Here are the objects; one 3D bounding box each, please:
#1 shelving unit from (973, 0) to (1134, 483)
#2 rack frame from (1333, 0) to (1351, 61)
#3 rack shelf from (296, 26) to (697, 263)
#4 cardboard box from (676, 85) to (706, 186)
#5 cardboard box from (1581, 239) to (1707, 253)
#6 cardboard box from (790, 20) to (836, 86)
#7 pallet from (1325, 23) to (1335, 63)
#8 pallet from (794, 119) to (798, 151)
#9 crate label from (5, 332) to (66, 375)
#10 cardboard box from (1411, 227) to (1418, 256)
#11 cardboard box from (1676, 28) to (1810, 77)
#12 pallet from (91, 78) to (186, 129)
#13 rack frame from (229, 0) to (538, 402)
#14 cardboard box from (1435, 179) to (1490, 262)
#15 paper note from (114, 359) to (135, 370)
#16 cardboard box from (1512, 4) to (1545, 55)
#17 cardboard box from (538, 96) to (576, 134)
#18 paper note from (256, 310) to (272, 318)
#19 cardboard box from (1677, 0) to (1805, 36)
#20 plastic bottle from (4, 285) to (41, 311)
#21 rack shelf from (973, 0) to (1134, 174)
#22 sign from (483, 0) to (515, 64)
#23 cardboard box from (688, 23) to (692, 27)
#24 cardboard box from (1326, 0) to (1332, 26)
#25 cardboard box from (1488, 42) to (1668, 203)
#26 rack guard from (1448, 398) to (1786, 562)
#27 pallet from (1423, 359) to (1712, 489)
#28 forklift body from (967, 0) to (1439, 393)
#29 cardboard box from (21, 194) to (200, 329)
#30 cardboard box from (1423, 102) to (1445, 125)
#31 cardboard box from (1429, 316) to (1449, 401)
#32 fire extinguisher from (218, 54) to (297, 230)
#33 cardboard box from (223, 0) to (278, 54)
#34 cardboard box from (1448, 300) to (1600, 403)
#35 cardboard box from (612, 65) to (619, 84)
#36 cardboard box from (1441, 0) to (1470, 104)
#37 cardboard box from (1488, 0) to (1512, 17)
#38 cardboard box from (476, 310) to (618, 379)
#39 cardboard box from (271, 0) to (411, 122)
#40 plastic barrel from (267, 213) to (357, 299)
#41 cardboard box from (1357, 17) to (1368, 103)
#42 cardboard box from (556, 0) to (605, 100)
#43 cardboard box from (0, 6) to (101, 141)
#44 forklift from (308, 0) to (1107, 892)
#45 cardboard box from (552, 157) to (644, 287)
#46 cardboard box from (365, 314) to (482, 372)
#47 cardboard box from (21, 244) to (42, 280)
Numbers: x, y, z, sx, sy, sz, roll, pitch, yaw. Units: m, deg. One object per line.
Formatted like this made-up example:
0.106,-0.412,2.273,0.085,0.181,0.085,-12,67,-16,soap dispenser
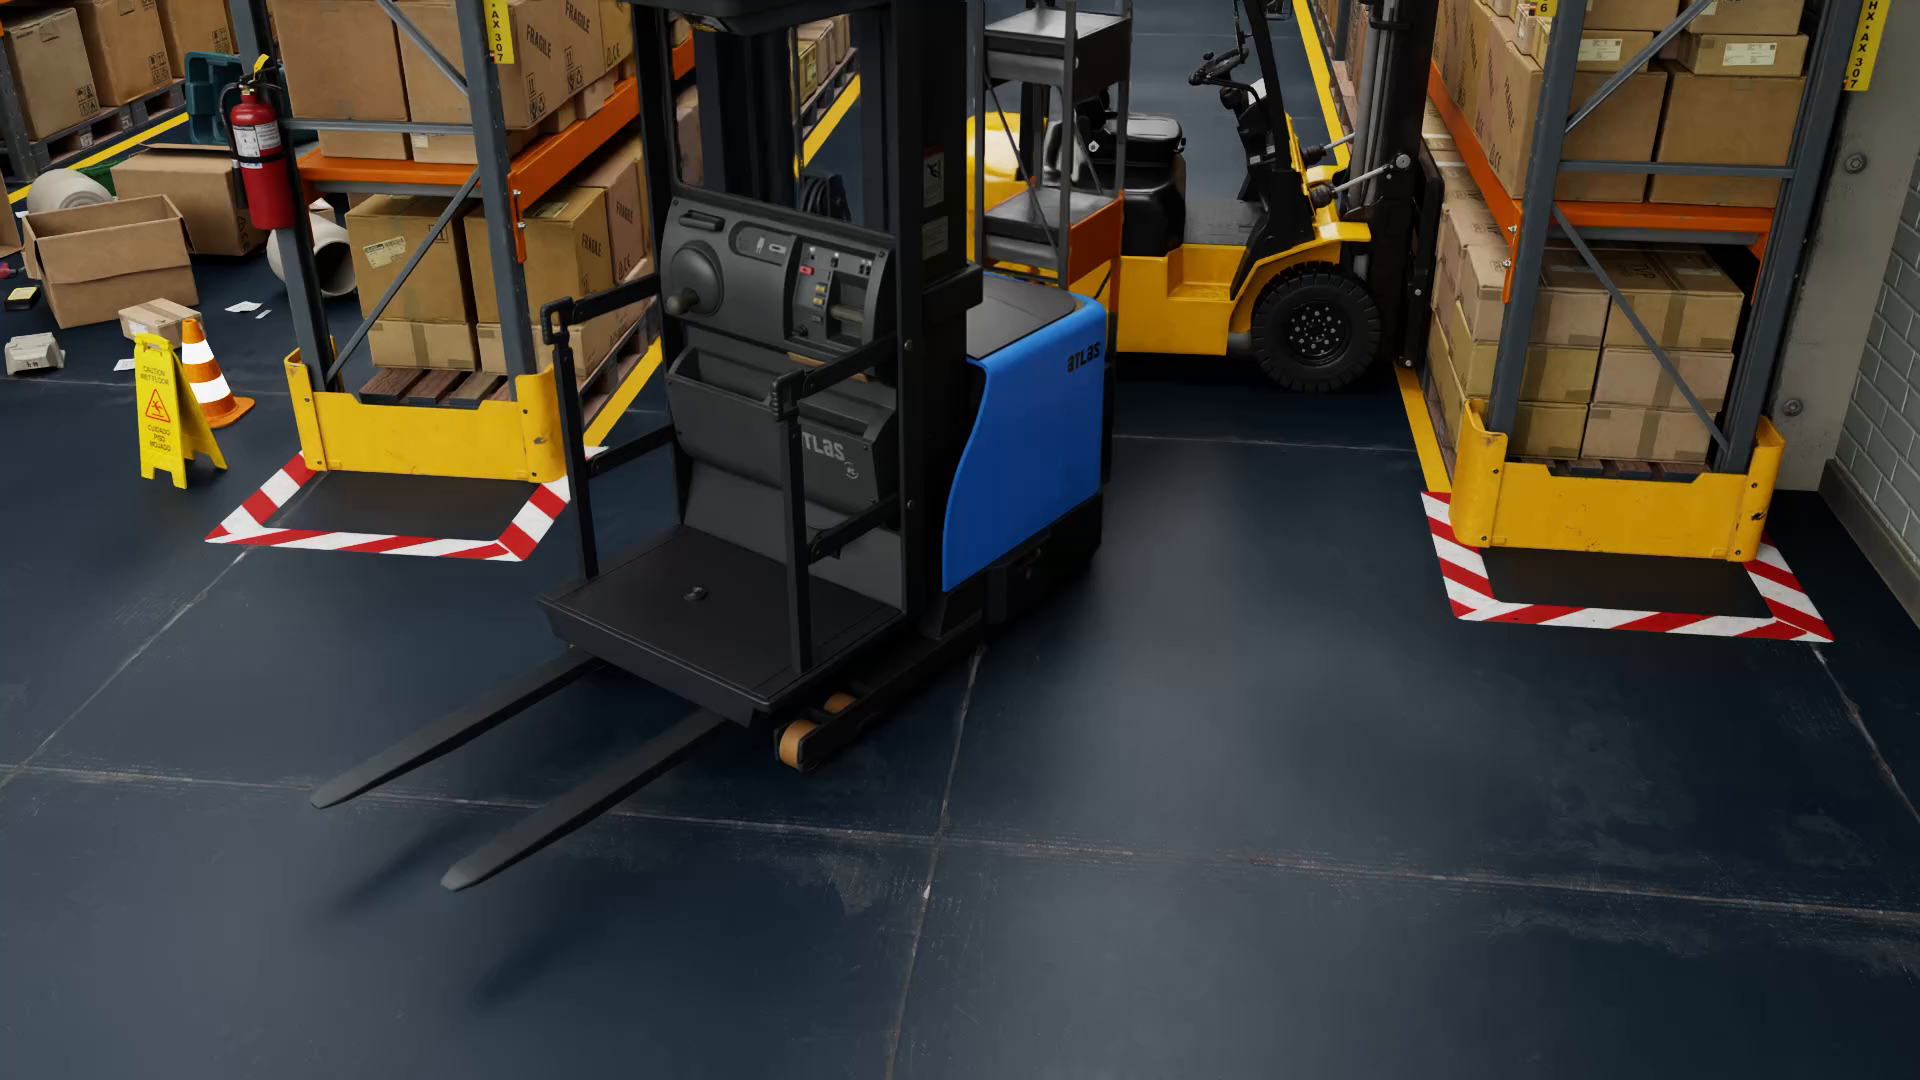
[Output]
0.354,-1.123,6.620,0.431,2.100,0.503,15,32,26,shelving unit
3.592,-5.122,13.095,1.000,3.000,0.127,3,28,6,rack frame
-2.070,-2.268,8.555,1.077,0.370,4.000,3,28,6,rack shelf
-1.692,-2.297,9.516,0.500,0.500,0.500,4,29,7,cardboard box
2.916,-1.221,7.257,0.500,0.250,0.500,3,28,6,cardboard box
-1.496,-3.823,13.012,0.950,0.372,0.625,3,28,5,cardboard box
3.721,-4.244,14.404,1.003,0.211,1.213,3,28,6,pallet
-1.731,-2.665,11.474,1.003,0.211,1.213,3,28,6,pallet
-4.651,-0.938,8.347,0.250,0.136,0.298,-11,30,-20,crate label
2.541,-1.513,8.325,0.500,0.250,0.500,3,28,6,cardboard box
2.911,-1.830,6.196,0.380,0.149,0.250,3,28,5,cardboard box
-6.583,-3.482,12.990,1.003,0.211,1.213,3,28,6,pallet
-2.315,-1.643,6.637,1.000,3.000,0.127,3,28,6,rack frame
2.467,-1.484,7.745,0.500,0.250,0.500,4,29,7,cardboard box
-4.175,-0.896,8.382,0.148,0.019,0.142,-6,29,-11,paper note
2.378,-1.987,6.487,0.380,0.149,0.250,4,29,7,cardboard box
-1.938,-1.920,7.416,0.380,0.149,0.250,2,28,5,cardboard box
-3.774,-1.225,9.013,0.032,0.001,0.123,3,28,6,paper note
2.865,-1.962,6.127,0.380,0.149,0.250,3,28,5,cardboard box
-5.168,-1.345,9.181,0.133,0.061,0.283,-6,29,-11,plastic bottle
0.354,-1.727,6.295,0.431,0.518,0.480,15,32,26,rack shelf
-1.776,-1.993,6.373,0.100,0.325,0.005,3,28,6,sign
-1.695,-3.010,9.440,0.380,0.149,0.250,3,29,6,cardboard box
3.564,-4.899,14.874,0.500,0.500,0.500,5,29,8,cardboard box
2.411,-1.647,6.539,0.500,0.500,0.500,3,28,5,cardboard box
2.609,-0.244,6.677,1.175,0.500,0.348,3,28,6,rack guard
2.664,-0.491,7.439,1.003,0.211,1.213,3,28,6,pallet
1.033,-1.981,8.160,2.313,2.155,1.214,3,28,6,forklift body
-4.612,-1.518,9.037,0.797,0.503,0.637,-17,33,-29,cardboard box
2.658,-2.204,9.081,0.500,0.250,0.500,3,28,6,cardboard box
2.426,-0.804,7.535,0.500,0.250,0.500,3,28,6,cardboard box
-2.786,-1.582,6.605,0.296,0.674,0.183,3,28,6,fire extinguisher
-6.424,-4.562,13.984,1.050,0.750,0.750,3,28,6,cardboard box
2.361,-0.798,6.998,0.500,0.250,0.500,3,28,6,cardboard box
-1.890,-2.288,8.100,0.380,0.149,0.250,4,29,8,cardboard box
2.597,-2.369,7.880,0.500,0.500,0.500,4,29,7,cardboard box
2.498,-2.350,7.161,0.380,0.149,0.250,2,28,5,cardboard box
-1.942,-0.981,7.864,0.500,0.250,0.500,3,28,6,cardboard box
-2.522,-2.089,7.047,0.500,0.500,0.500,3,28,5,cardboard box
-3.564,-1.569,9.216,0.421,0.421,0.512,-24,36,-37,plastic barrel
3.347,-3.344,11.855,0.875,0.625,0.625,2,28,4,cardboard box
-1.921,-2.269,7.380,0.500,0.500,0.500,4,29,8,cardboard box
-6.763,-3.258,11.564,1.050,0.750,0.750,3,28,6,cardboard box
-0.730,-0.809,5.160,1.130,2.935,3.031,20,34,32,forklift
-1.880,-1.569,8.165,0.500,0.500,0.500,2,28,4,cardboard box
-2.480,-1.025,7.946,0.500,0.250,0.500,3,28,6,cardboard box
-5.133,-1.646,9.525,0.396,0.266,0.258,8,29,15,cardboard box
